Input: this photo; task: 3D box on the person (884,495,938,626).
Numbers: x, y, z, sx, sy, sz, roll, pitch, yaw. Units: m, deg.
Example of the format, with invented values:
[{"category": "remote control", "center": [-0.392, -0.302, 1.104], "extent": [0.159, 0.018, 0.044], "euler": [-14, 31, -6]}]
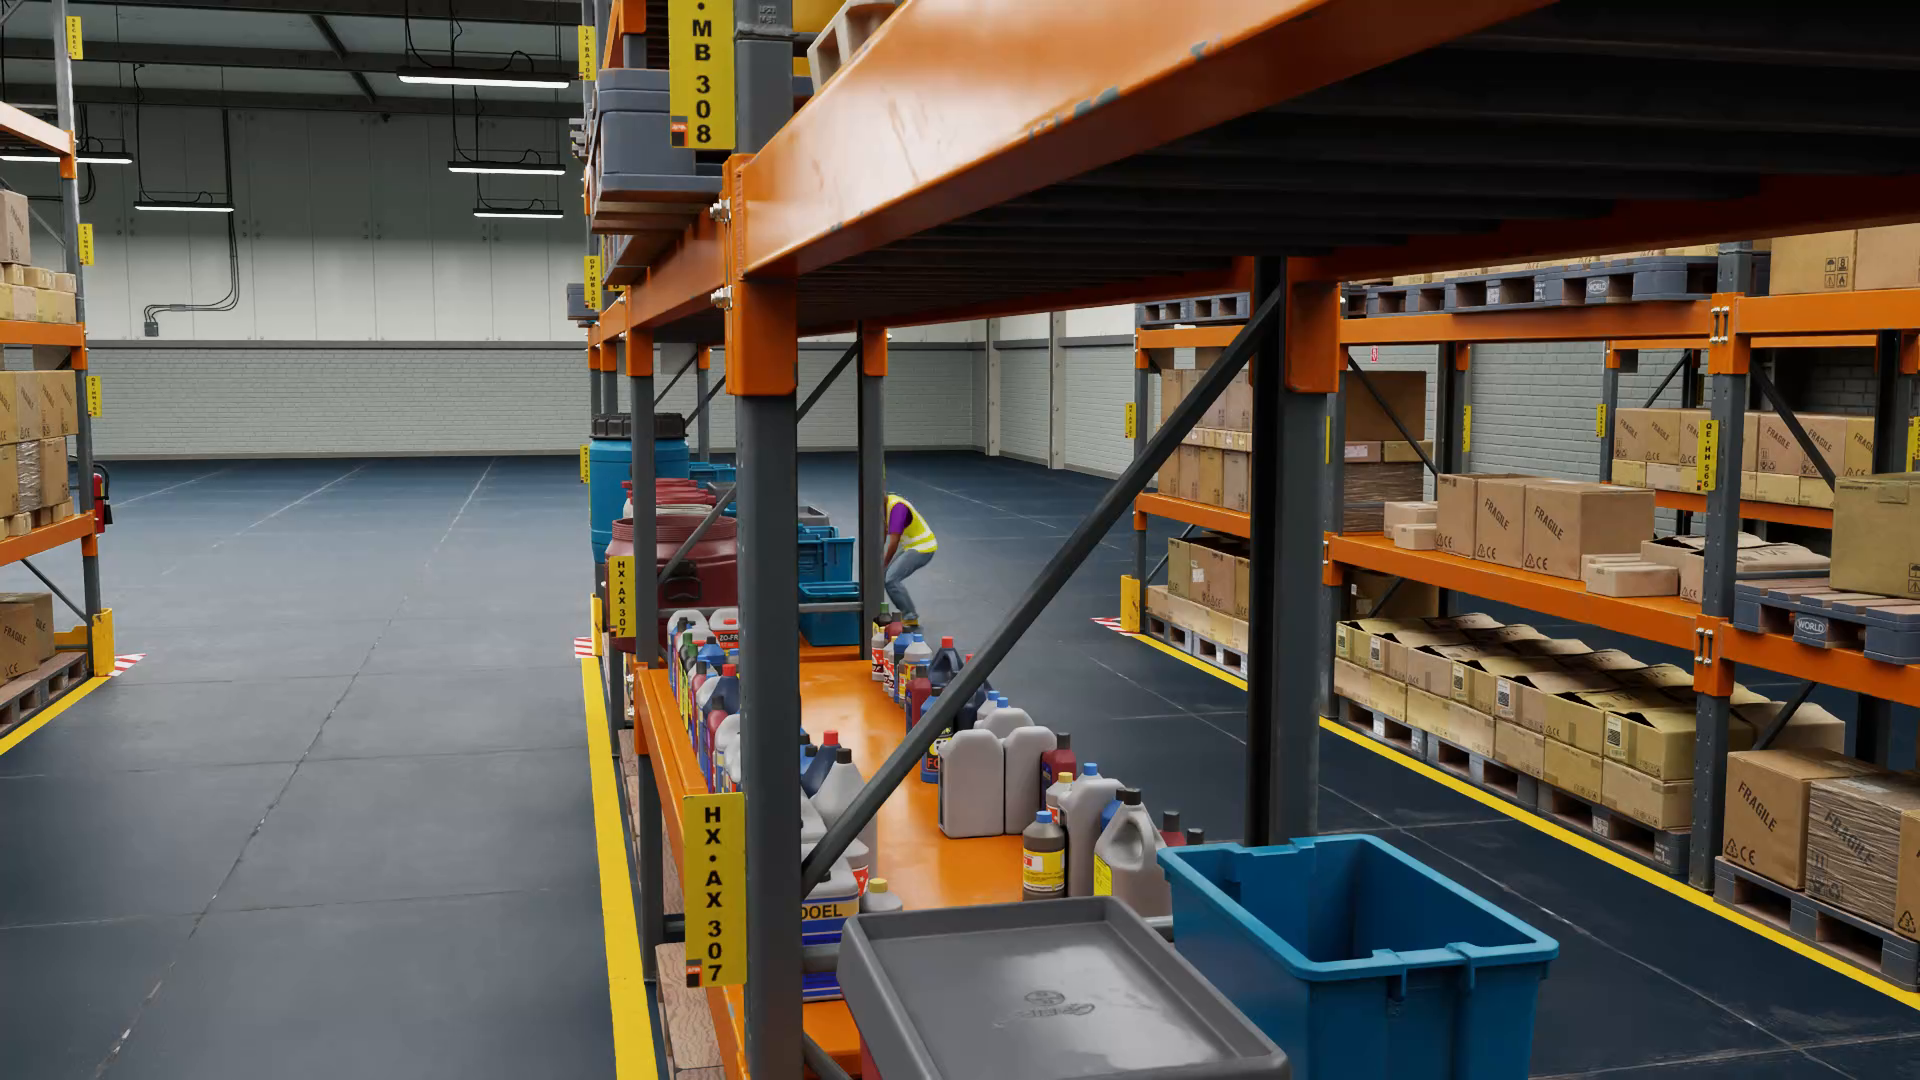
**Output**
[{"category": "person", "center": [-0.597, 0.122, 15.940], "extent": [0.763, 1.399, 0.631], "euler": [-1, 6, -14]}]
